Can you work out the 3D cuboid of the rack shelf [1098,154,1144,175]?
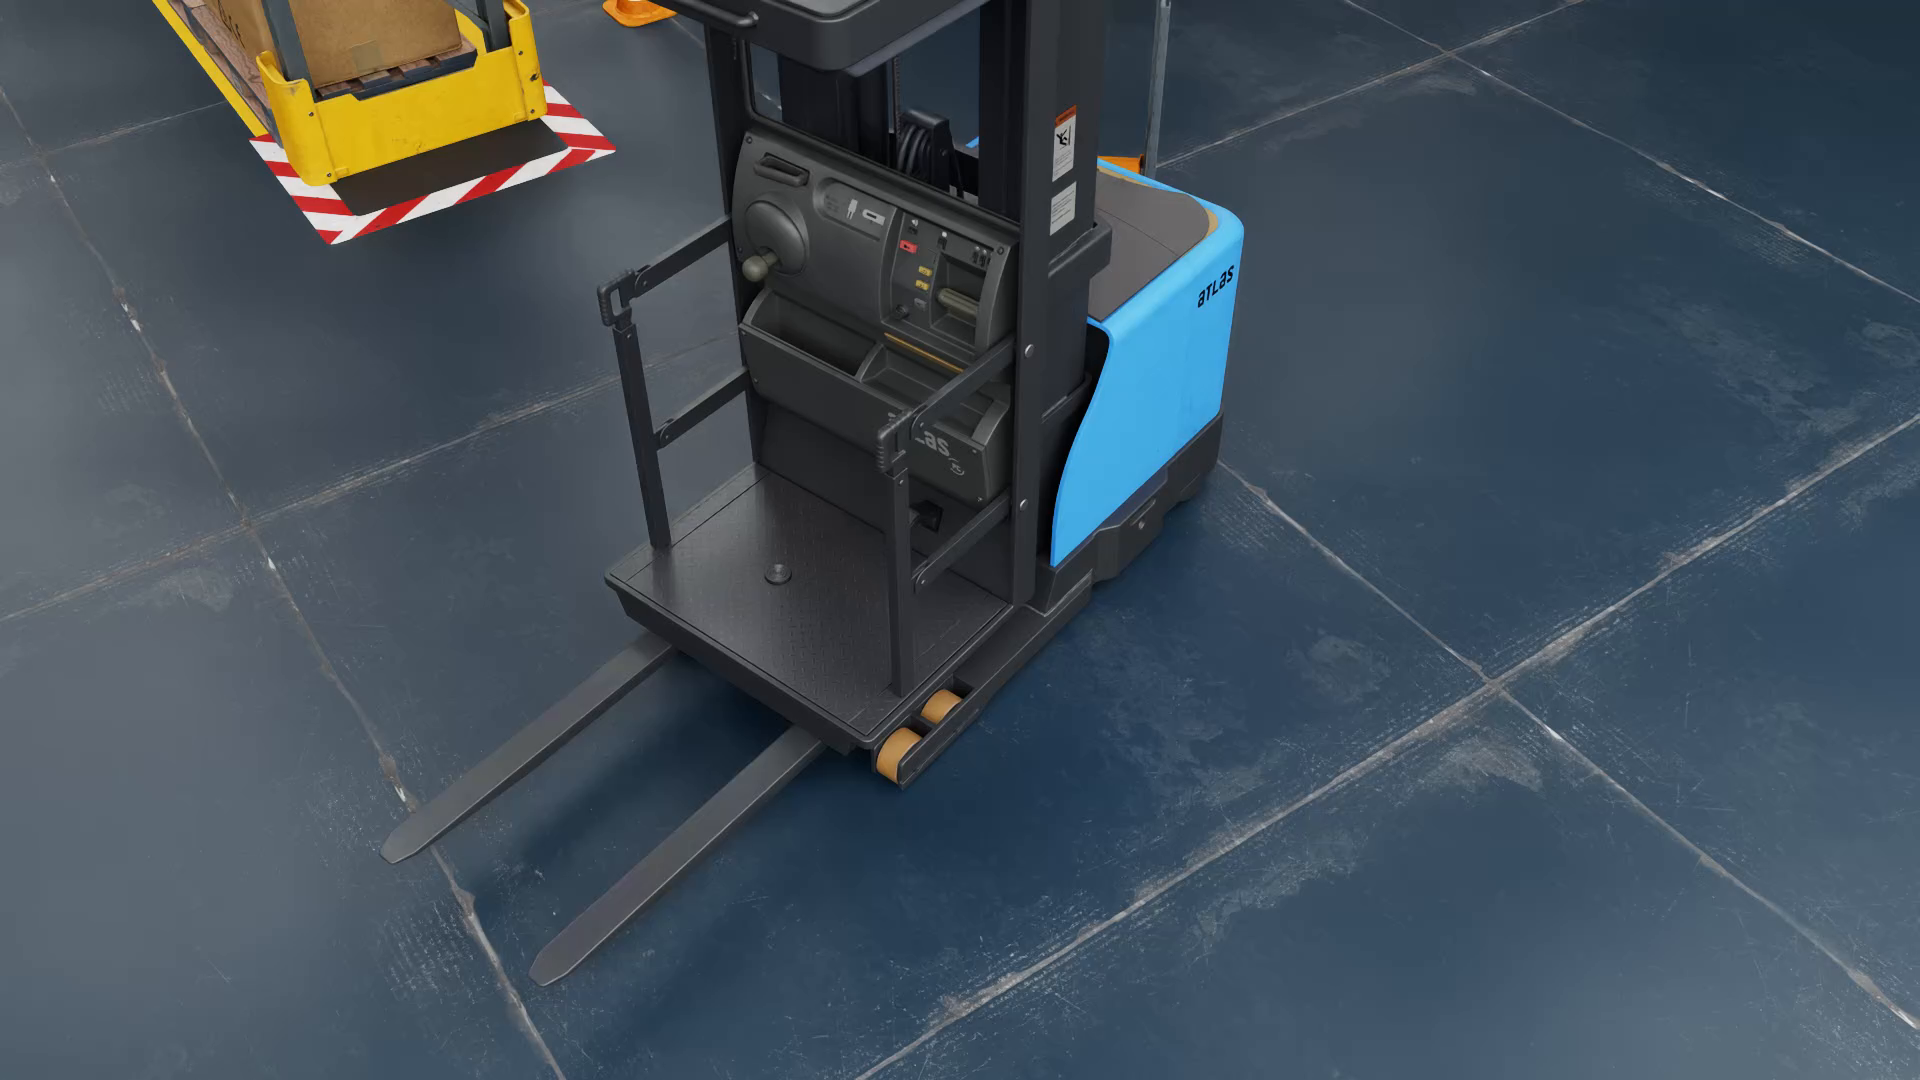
[{"bbox_3d":[0.184,-1.256,6.240,1.000,0.185,0.538,4,44,4],"label":"rack shelf"}]

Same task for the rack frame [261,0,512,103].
[{"bbox_3d":[-2.518,-2.982,6.702,1.000,3.000,0.127,-26,49,-24],"label":"rack frame"}]

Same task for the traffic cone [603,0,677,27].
[{"bbox_3d":[-1.657,-2.927,8.480,0.336,0.463,0.334,-26,49,-24],"label":"traffic cone"}]

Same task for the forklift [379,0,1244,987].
[{"bbox_3d":[-0.387,-0.722,4.384,1.130,2.935,3.031,29,51,27],"label":"forklift"}]

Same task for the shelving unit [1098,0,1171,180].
[{"bbox_3d":[0.175,-1.387,6.116,1.083,1.500,0.587,4,44,4],"label":"shelving unit"}]

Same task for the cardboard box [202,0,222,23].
[{"bbox_3d":[-3.465,-3.221,8.187,0.875,0.875,0.875,-26,50,-25],"label":"cardboard box"}]

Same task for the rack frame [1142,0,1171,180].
[{"bbox_3d":[0.690,-1.353,6.081,0.032,1.500,0.500,4,44,4],"label":"rack frame"}]

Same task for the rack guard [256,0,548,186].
[{"bbox_3d":[-2.504,-2.065,7.551,1.175,0.500,0.348,-26,49,-24],"label":"rack guard"}]

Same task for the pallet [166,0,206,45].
[{"bbox_3d":[-3.733,-3.086,8.830,1.003,0.211,1.213,-26,49,-24],"label":"pallet"}]

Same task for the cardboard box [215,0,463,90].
[{"bbox_3d":[-2.960,-2.724,7.665,0.875,0.875,0.875,-25,49,-24],"label":"cardboard box"}]

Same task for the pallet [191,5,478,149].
[{"bbox_3d":[-3.040,-2.396,8.107,1.003,0.211,1.213,-26,49,-24],"label":"pallet"}]
